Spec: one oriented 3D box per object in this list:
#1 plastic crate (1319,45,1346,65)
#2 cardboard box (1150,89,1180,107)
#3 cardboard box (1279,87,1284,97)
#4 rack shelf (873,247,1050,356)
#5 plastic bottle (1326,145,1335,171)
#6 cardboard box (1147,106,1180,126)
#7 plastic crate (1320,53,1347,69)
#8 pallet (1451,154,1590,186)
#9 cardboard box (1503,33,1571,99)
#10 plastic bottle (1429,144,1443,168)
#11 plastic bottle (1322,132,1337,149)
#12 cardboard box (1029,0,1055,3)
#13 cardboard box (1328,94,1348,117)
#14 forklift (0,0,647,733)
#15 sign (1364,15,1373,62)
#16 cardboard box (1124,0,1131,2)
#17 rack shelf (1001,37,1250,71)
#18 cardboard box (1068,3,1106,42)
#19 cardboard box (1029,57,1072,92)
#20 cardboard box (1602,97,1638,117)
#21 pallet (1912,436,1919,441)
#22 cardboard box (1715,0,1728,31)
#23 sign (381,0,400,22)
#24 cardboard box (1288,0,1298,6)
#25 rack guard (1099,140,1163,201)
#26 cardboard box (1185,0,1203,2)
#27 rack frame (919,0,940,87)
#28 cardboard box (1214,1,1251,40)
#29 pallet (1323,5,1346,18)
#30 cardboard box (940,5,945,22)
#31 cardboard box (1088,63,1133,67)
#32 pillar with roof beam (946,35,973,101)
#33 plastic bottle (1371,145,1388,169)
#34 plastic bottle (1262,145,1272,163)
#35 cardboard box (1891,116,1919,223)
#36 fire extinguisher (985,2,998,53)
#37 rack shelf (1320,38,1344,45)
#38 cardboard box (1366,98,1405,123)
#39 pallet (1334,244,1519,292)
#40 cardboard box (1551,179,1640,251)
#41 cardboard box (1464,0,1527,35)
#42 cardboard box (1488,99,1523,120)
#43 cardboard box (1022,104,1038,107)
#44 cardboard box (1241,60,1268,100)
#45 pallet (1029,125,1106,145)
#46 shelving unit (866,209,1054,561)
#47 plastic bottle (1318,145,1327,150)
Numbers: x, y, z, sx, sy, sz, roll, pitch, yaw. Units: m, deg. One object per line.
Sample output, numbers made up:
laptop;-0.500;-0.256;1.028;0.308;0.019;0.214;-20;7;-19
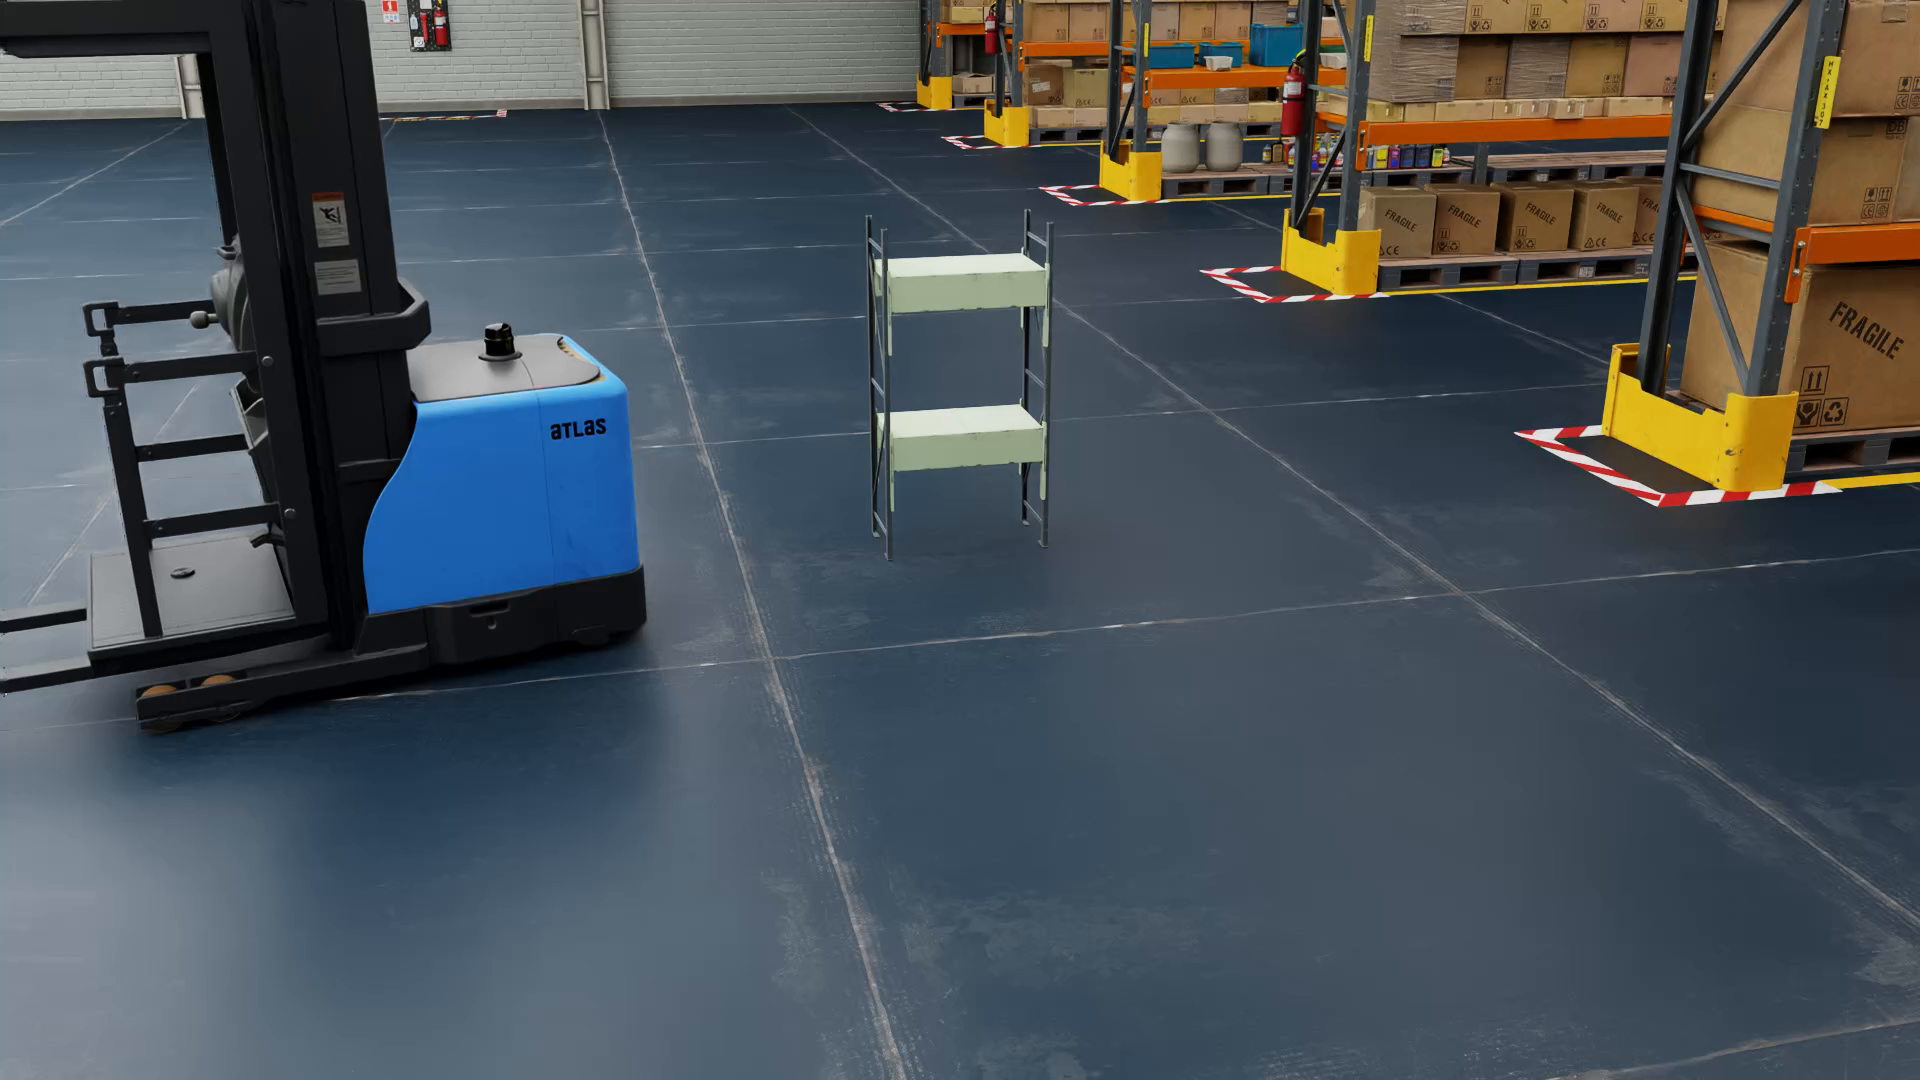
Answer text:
plastic crate;4.294;-5.386;18.465;0.662;0.188;0.450;-5;21;-12
cardboard box;2.685;-6.184;22.633;0.500;0.500;0.500;-5;21;-12
cardboard box;4.872;-6.454;23.645;0.500;0.311;0.500;-5;21;-12
rack shelf;-0.006;-1.070;7.421;0.720;0.370;0.431;-5;21;-12
plastic bottle;4.054;-4.182;18.196;0.097;0.271;0.097;0;20;0
cardboard box;2.684;-5.833;22.763;0.500;0.250;0.500;-5;21;-12
plastic crate;4.158;-5.161;17.927;0.437;0.136;0.530;-5;21;-12
pallet;6.435;-4.264;19.149;1.213;0.211;1.003;-5;21;-12
cardboard box;4.424;-3.850;13.386;0.500;0.500;0.875;-5;21;-12
plastic bottle;5.288;-4.281;18.450;0.133;0.283;0.061;-4;20;-10
plastic bottle;4.202;-4.488;18.916;0.185;0.351;0.144;-5;21;-13
cardboard box;1.083;-7.151;21.886;0.250;0.149;0.380;-5;21;-13
cardboard box;3.157;-3.498;13.367;0.250;0.149;0.380;-5;21;-12
forklift;-2.819;-0.895;5.996;3.031;2.935;1.130;-10;22;-25
sign;3.052;-3.749;12.429;0.005;0.325;0.100;-5;21;-12
cardboard box;2.087;-7.233;22.111;0.250;0.149;0.380;-5;21;-14
rack shelf;2.598;-6.661;22.683;4.000;0.370;1.077;-5;21;-12
cardboard box;1.618;-6.963;22.317;0.500;0.500;0.700;-4;21;-11
cardboard box;1.482;-7.642;27.310;0.500;0.500;0.700;-6;21;-16
cardboard box;5.215;-3.493;13.356;0.250;0.149;0.380;-5;21;-12
pallet;5.915;-0.731;9.504;1.213;0.211;1.003;-5;21;-12
cardboard box;5.959;-4.329;13.240;0.500;0.500;0.500;-5;21;-12
sign;-8.825;-8.193;25.768;0.234;0.329;0.001;-5;21;-12
cardboard box;5.631;-9.238;27.888;0.500;0.500;0.700;-5;21;-12
rack guard;1.851;-4.030;18.089;0.348;0.500;1.175;-5;21;-12
cardboard box;3.093;-7.315;22.335;0.250;0.149;0.380;-4;21;-11
rack frame;-0.492;-8.498;26.653;0.127;3.000;1.000;-5;21;-12
cardboard box;3.602;-7.123;22.753;0.500;0.500;0.700;-5;21;-13
pallet;6.624;-8.949;28.163;1.003;0.211;1.213;-5;21;-12
cardboard box;-0.082;-8.539;26.953;0.500;0.250;0.500;-4;21;-12
cardboard box;2.074;-6.325;23.016;0.500;0.500;0.500;-5;21;-12
pillar with roof beam;0.981;-10.219;22.629;0.400;9.000;9.100;-5;21;-12
plastic bottle;4.619;-4.273;18.330;0.185;0.351;0.144;-5;21;-13
plastic bottle;3.474;-4.367;18.803;0.097;0.201;0.097;0;20;0
cardboard box;4.851;-2.022;8.754;0.550;0.550;0.875;-5;21;-12
fire extinguisher;0.429;-6.950;22.539;0.183;0.674;0.296;-5;21;-12
rack shelf;6.490;-6.977;23.547;4.000;0.370;1.077;-5;21;-12
cardboard box;3.259;-3.349;12.961;0.250;0.149;0.380;-5;21;-12
pallet;3.800;-2.273;13.713;1.213;0.211;1.003;-5;21;-12
cardboard box;5.280;-2.723;13.909;0.500;0.500;0.500;-7;21;-17
cardboard box;4.013;-4.170;12.805;0.500;0.500;0.500;-5;21;-12
cardboard box;4.237;-3.421;13.158;0.250;0.149;0.380;-5;21;-12
cardboard box;1.105;-5.888;22.914;0.500;0.250;0.500;-5;21;-12
cardboard box;4.021;-6.483;23.449;0.500;0.500;0.500;-5;21;-12
pallet;1.386;-5.606;22.810;1.213;0.211;1.003;-5;21;-12
shelving unit;-0.006;-0.704;7.555;0.755;1.500;0.431;-5;21;-12
plastic bottle;4.091;-4.366;18.801;0.097;0.201;0.097;0;20;0
